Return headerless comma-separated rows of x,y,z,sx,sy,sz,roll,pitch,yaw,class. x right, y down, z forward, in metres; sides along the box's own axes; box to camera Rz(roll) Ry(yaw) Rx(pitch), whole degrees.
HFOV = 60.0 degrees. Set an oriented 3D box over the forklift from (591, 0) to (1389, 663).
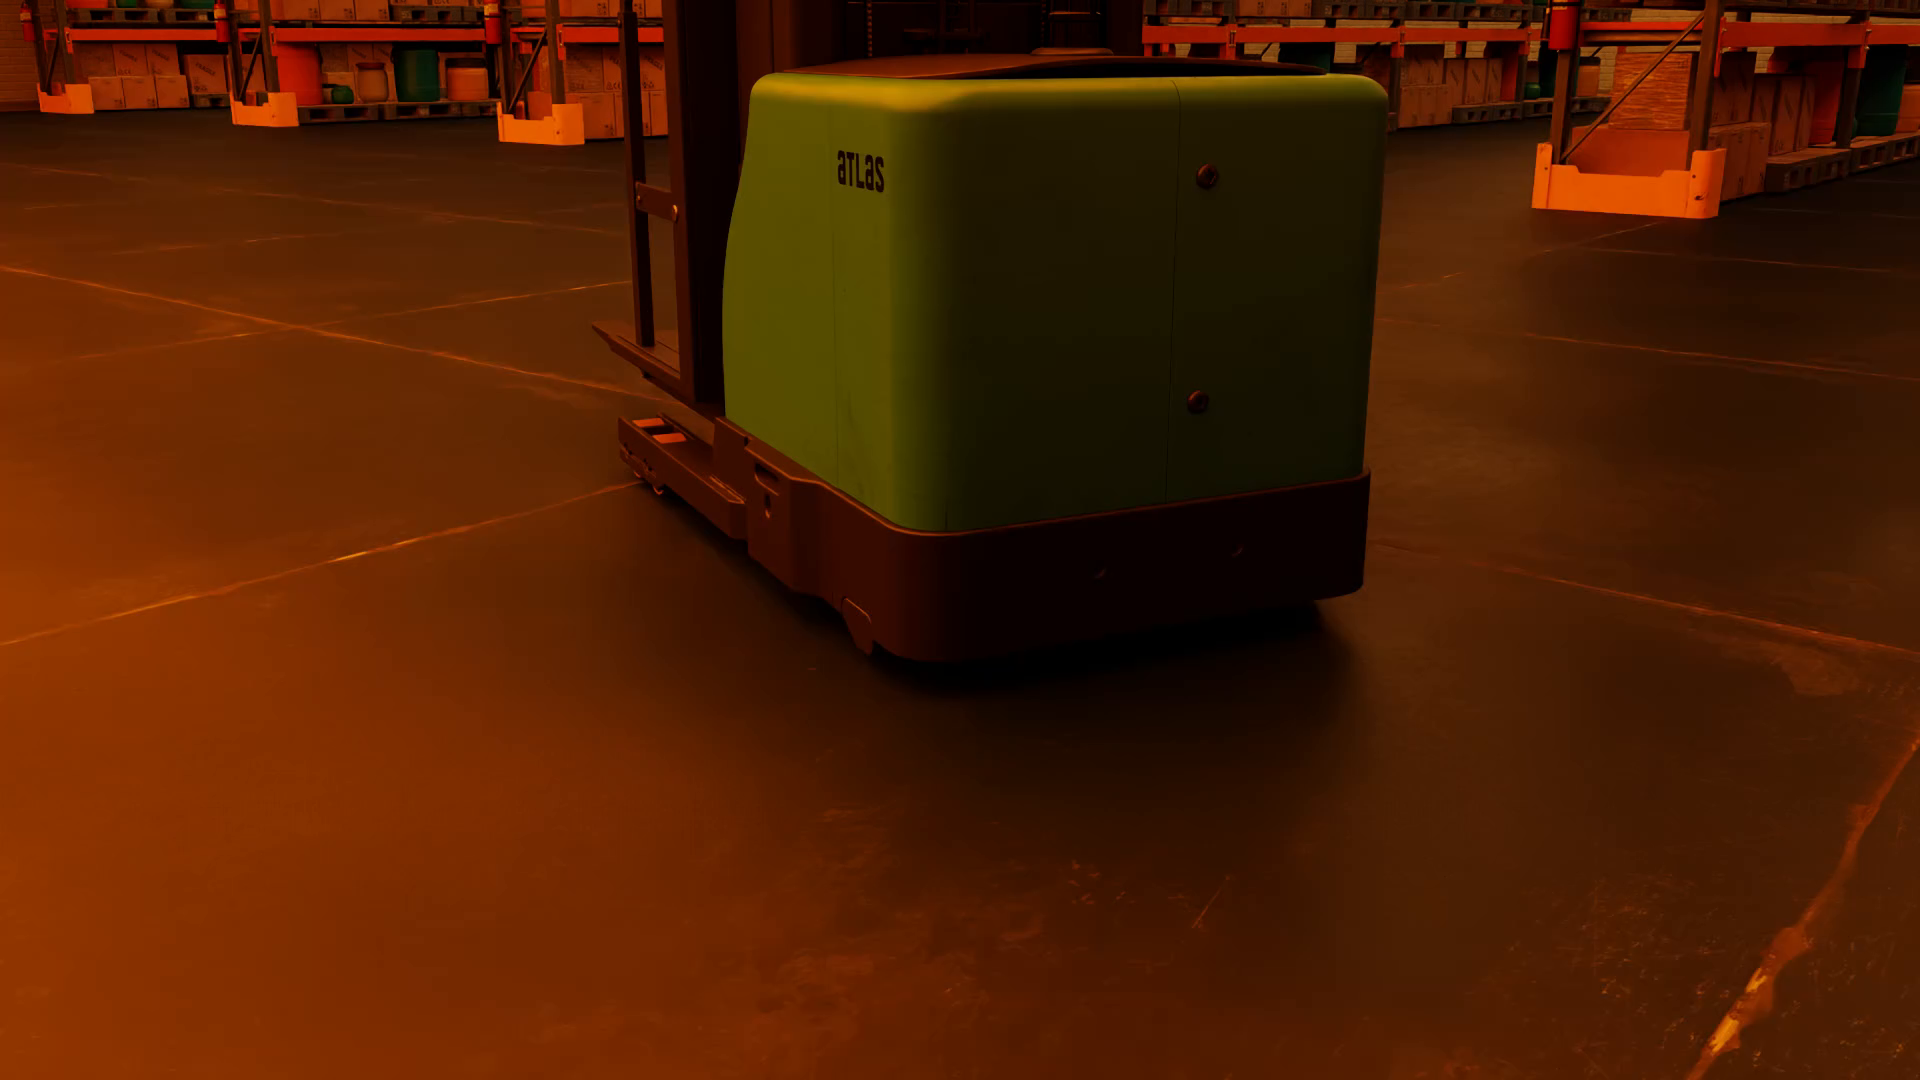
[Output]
-0.270,-1.565,4.052,1.130,2.935,3.031,-8,19,-25,forklift
